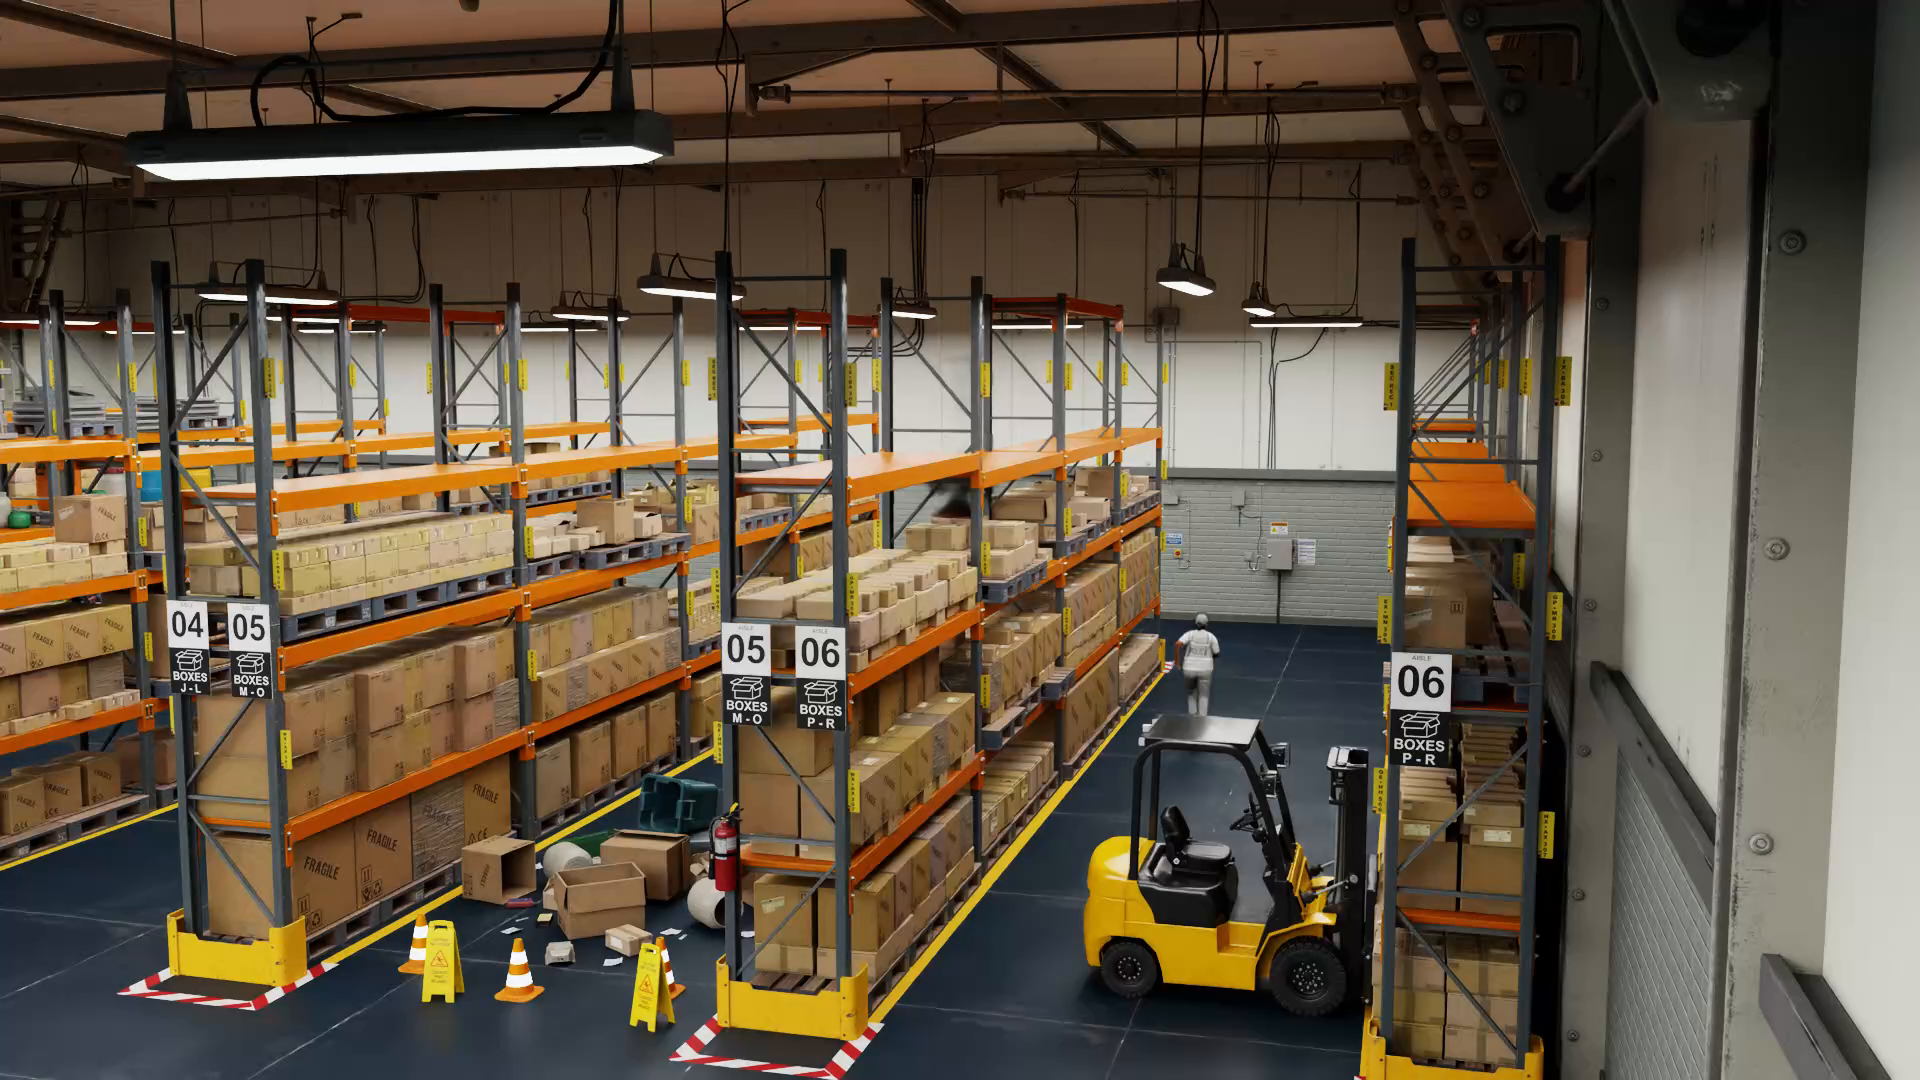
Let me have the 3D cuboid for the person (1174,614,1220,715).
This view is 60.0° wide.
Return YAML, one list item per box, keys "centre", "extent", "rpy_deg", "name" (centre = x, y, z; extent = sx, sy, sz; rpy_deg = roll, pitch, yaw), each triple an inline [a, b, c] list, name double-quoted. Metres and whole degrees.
- centre: [3.325, 1.882, 23.320]
  extent: [0.610, 1.687, 0.857]
  rpy_deg: [2, 6, 17]
  name: "person"
